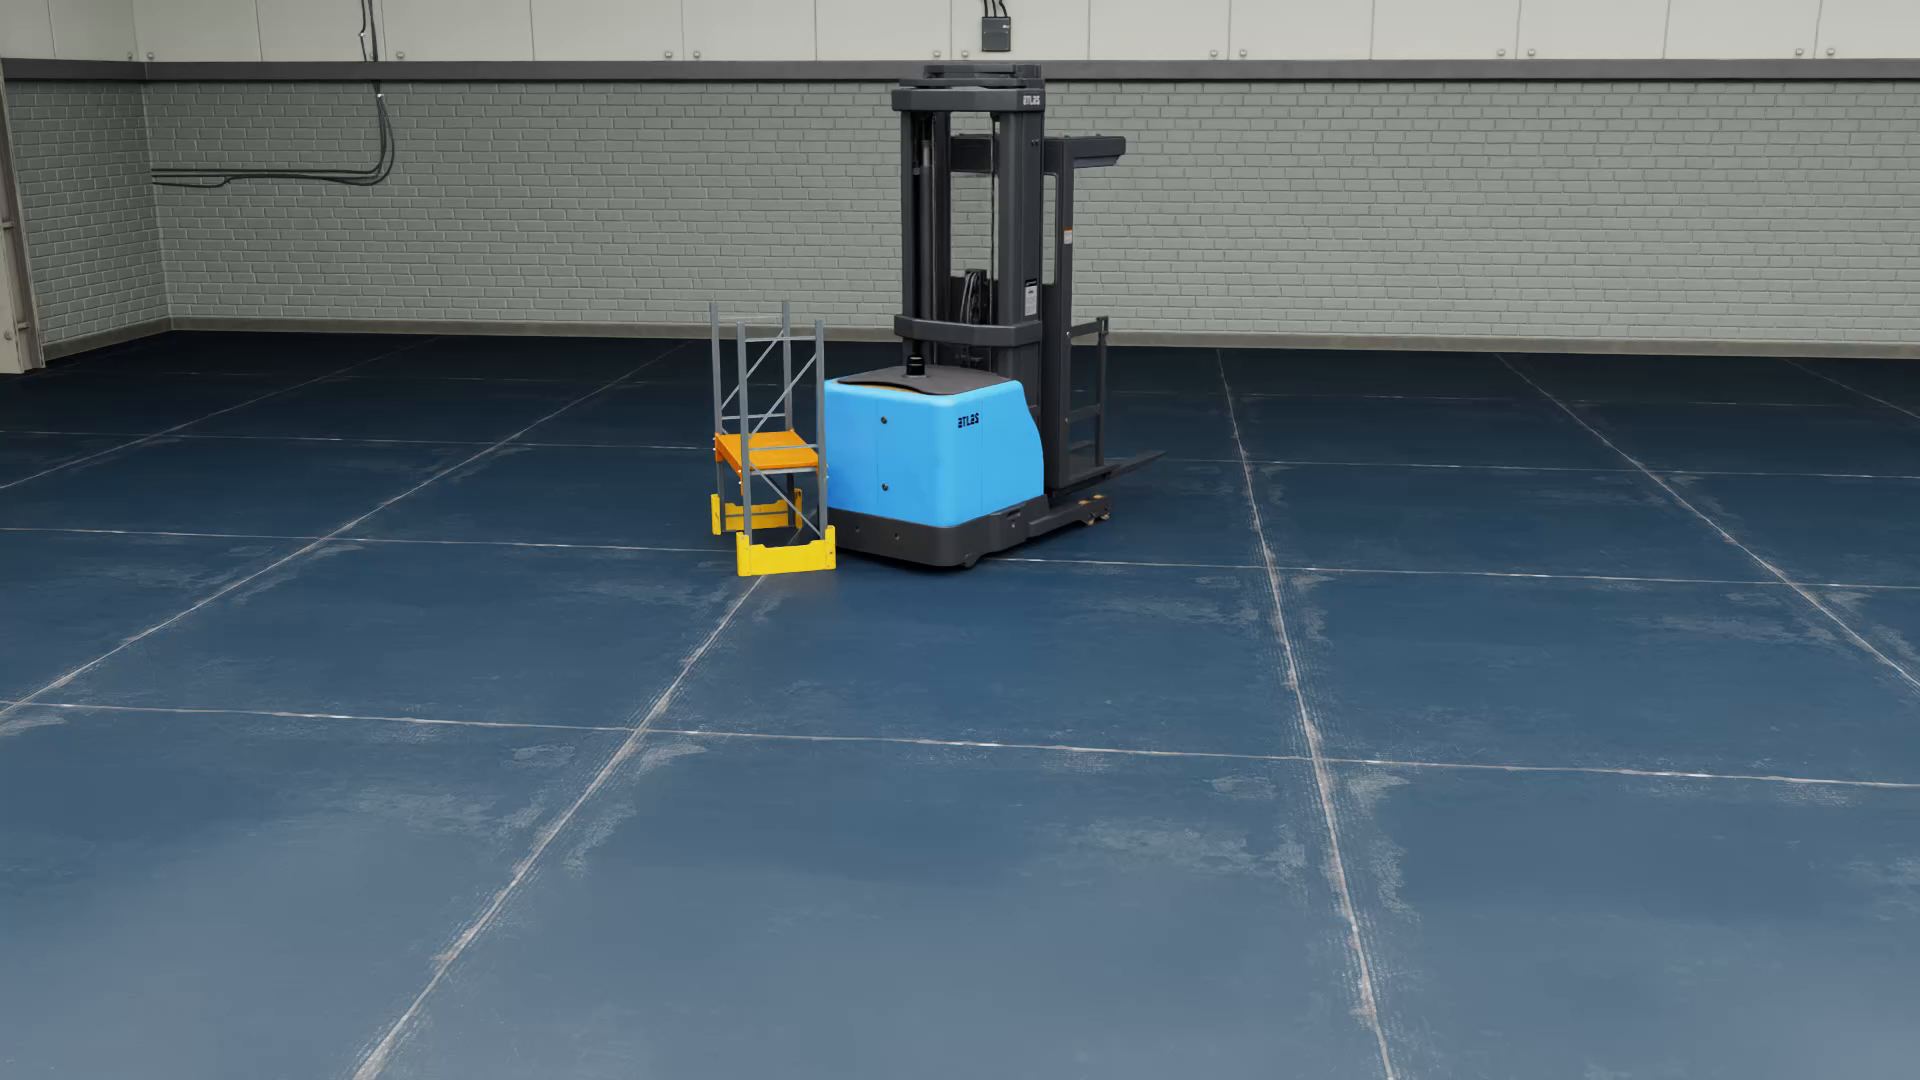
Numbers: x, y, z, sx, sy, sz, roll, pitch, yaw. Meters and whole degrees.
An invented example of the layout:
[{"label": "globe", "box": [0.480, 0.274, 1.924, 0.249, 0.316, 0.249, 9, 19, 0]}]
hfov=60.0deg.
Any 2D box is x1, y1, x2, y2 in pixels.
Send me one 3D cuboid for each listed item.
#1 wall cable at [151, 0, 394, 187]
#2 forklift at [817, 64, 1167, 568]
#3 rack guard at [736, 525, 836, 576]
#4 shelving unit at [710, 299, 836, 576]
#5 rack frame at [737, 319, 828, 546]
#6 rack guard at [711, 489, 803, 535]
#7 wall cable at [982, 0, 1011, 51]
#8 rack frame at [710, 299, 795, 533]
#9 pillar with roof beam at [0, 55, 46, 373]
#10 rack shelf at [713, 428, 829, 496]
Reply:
[{"label": "wall cable", "box": [-8.046, -5.323, 19.055, 3.097, 2.526, 0.112, 2, 15, 6]}, {"label": "forklift", "box": [0.374, -1.578, 10.884, 1.130, 2.935, 3.031, 10, 18, 34]}, {"label": "rack guard", "box": [-1.038, 0.064, 9.948, 0.587, 0.250, 0.087, -5, 16, -16]}, {"label": "shelving unit", "box": [-1.182, -0.664, 10.245, 0.587, 1.500, 1.083, -5, 16, -16]}, {"label": "rack frame", "box": [-1.038, -0.539, 9.784, 0.500, 1.500, 0.032, -5, 16, -16]}, {"label": "rack guard", "box": [-1.326, -0.185, 10.869, 0.587, 0.250, 0.087, -5, 16, -16]}, {"label": "wall cable", "box": [1.385, -8.179, 17.156, 2.305, 6.003, 0.169, 2, 15, 6]}, {"label": "rack frame", "box": [-1.331, -0.794, 10.723, 0.500, 1.500, 0.032, -5, 16, -16]}, {"label": "pillar with roof beam", "box": [-5.415, -5.970, 15.499, 9.100, 9.000, 0.400, 2, 15, 6]}, {"label": "rack shelf", "box": [-1.184, -0.493, 10.300, 0.538, 0.185, 1.000, -5, 16, -16]}]
